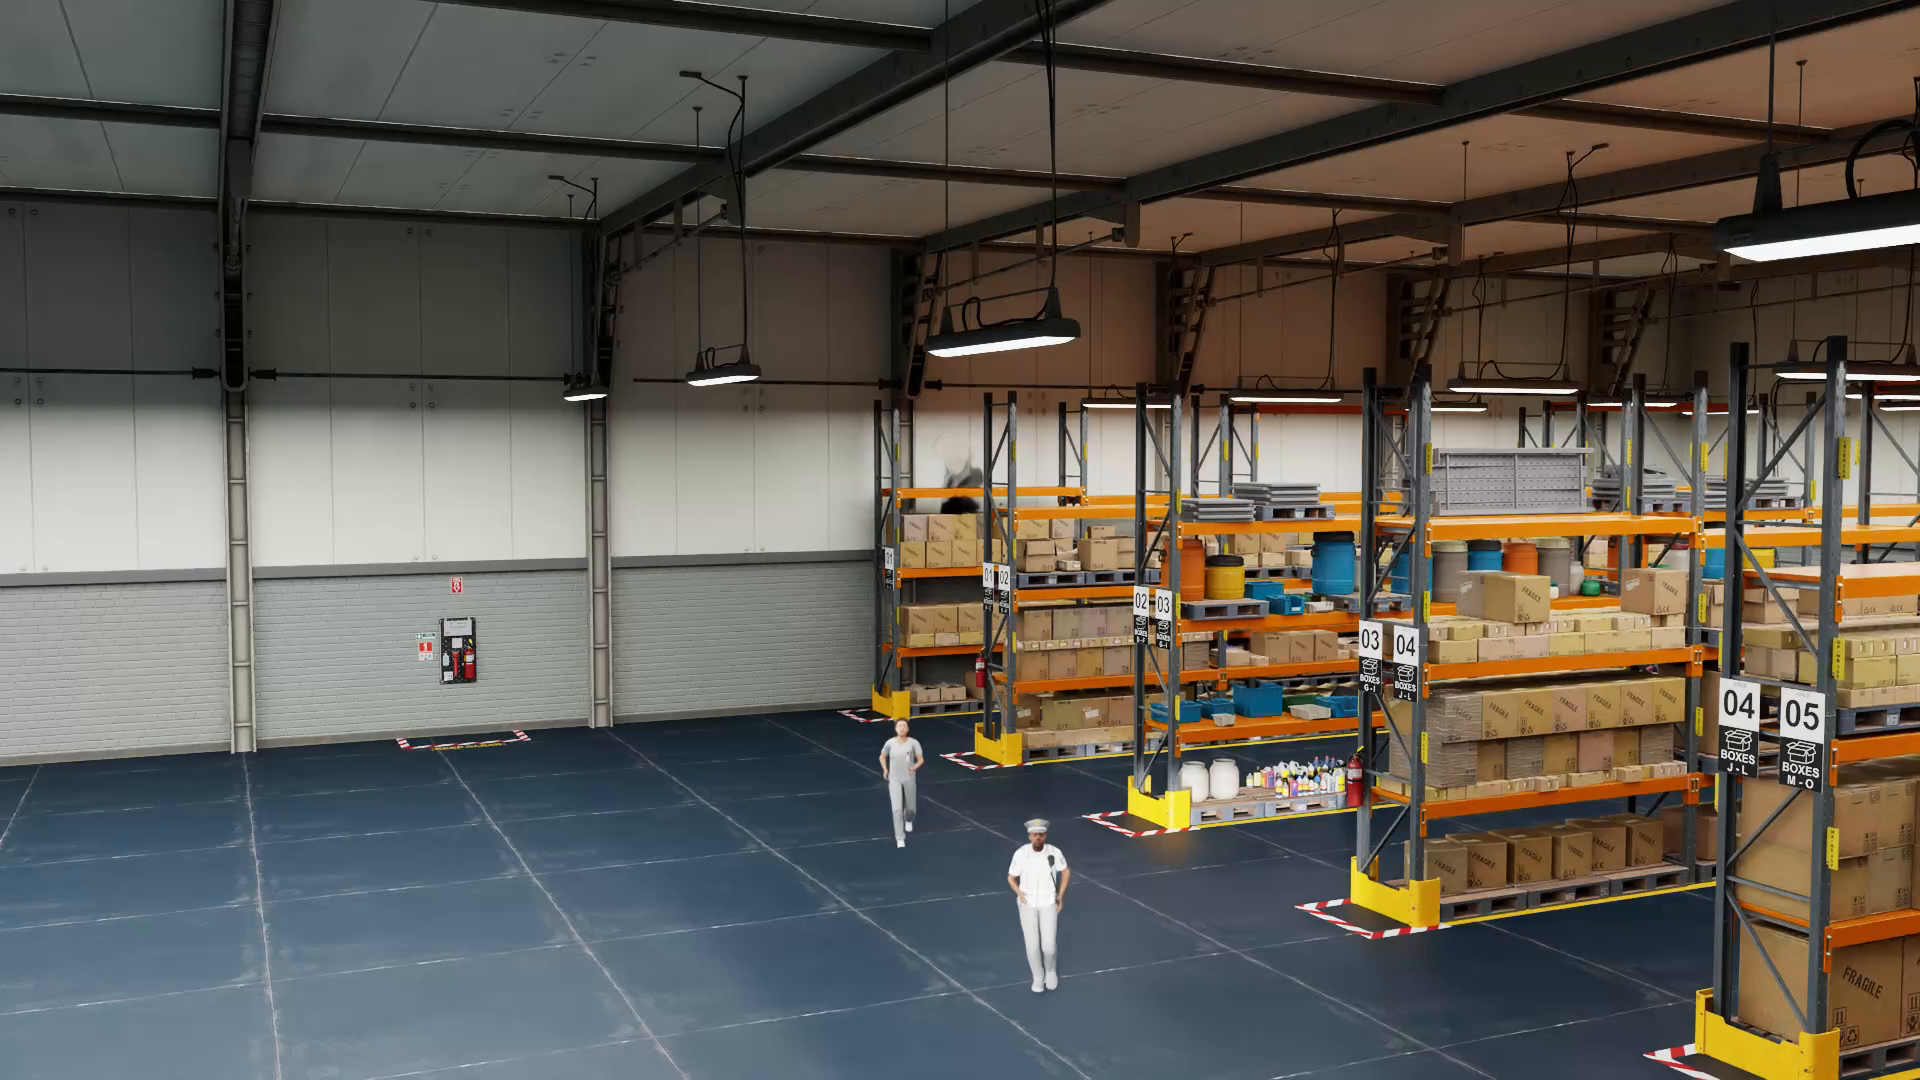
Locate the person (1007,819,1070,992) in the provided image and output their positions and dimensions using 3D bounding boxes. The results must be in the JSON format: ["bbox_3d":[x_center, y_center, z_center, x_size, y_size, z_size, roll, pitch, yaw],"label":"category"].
[{"bbox_3d":[0.728,3.421,15.534,0.578,1.654,0.566,0,3,6],"label":"person"}]

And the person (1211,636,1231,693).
[{"bbox_3d":[4.929,2.534,31.235,0.727,1.618,0.593,-3,4,-41],"label":"person"}]

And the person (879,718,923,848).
[{"bbox_3d":[-0.757,3.103,21.452,0.571,1.617,0.753,0,3,-1],"label":"person"}]
